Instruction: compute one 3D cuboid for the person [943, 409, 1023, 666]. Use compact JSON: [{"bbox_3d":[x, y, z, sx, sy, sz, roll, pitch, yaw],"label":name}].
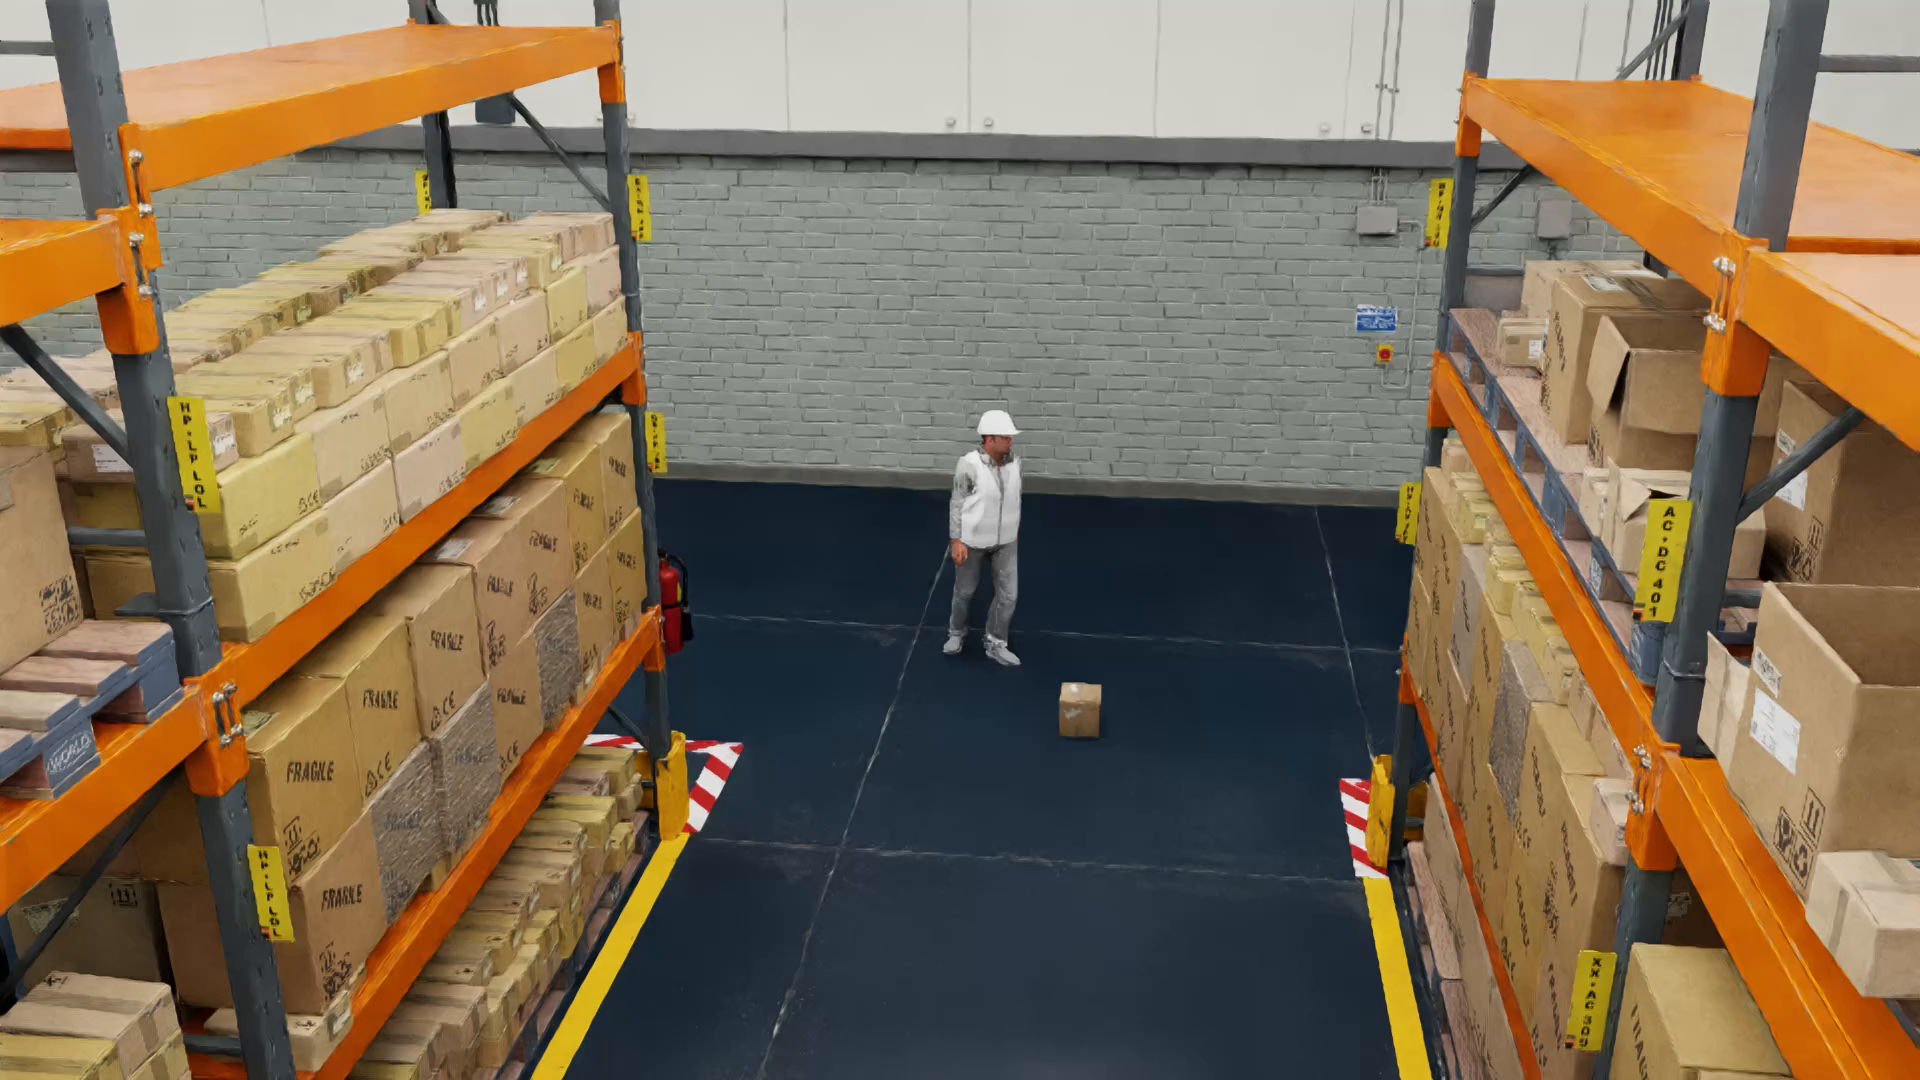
[{"bbox_3d":[0.172,-0.033,11.136,0.559,1.764,0.561,-10,23,-25],"label":"person"}]
